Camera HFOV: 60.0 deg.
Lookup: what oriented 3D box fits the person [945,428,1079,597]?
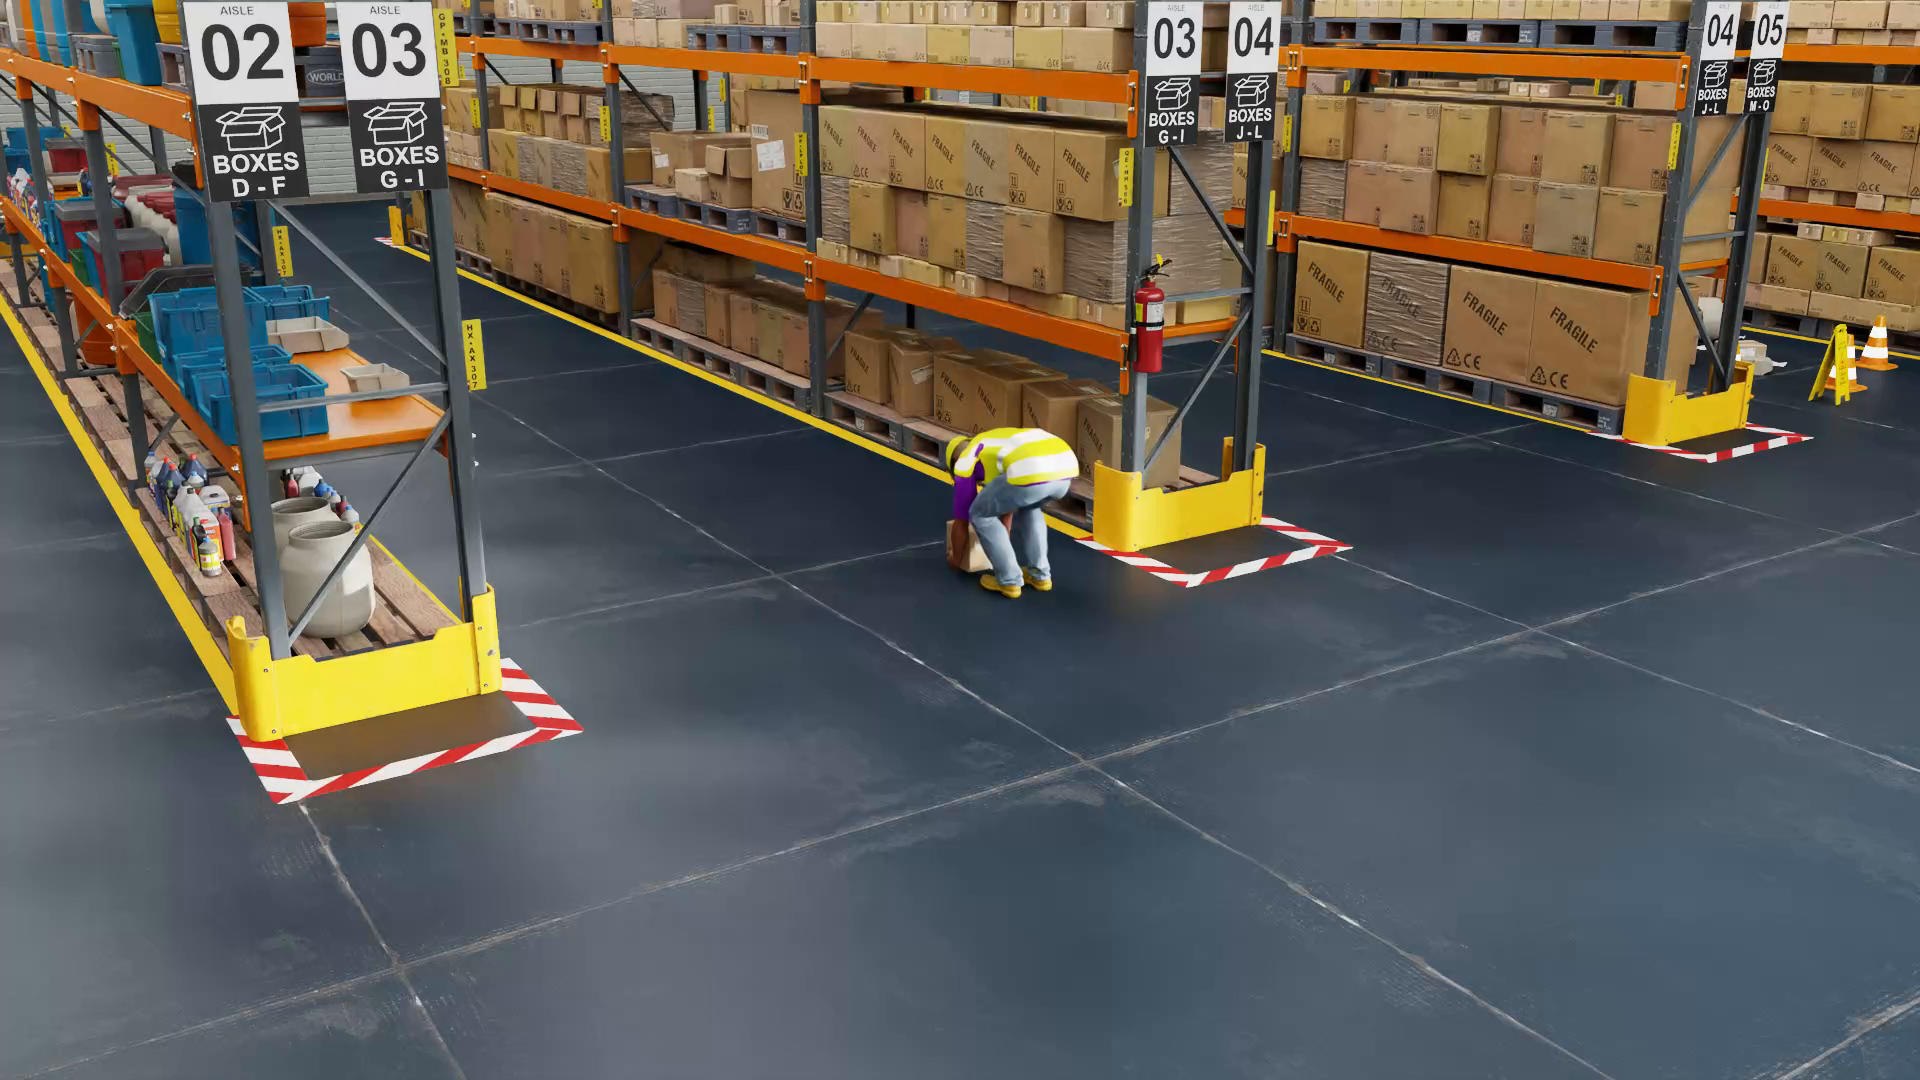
[{"bbox_3d":[0.241,-0.206,9.486,0.506,0.939,0.974,-13,22,-34],"label":"person"}]
